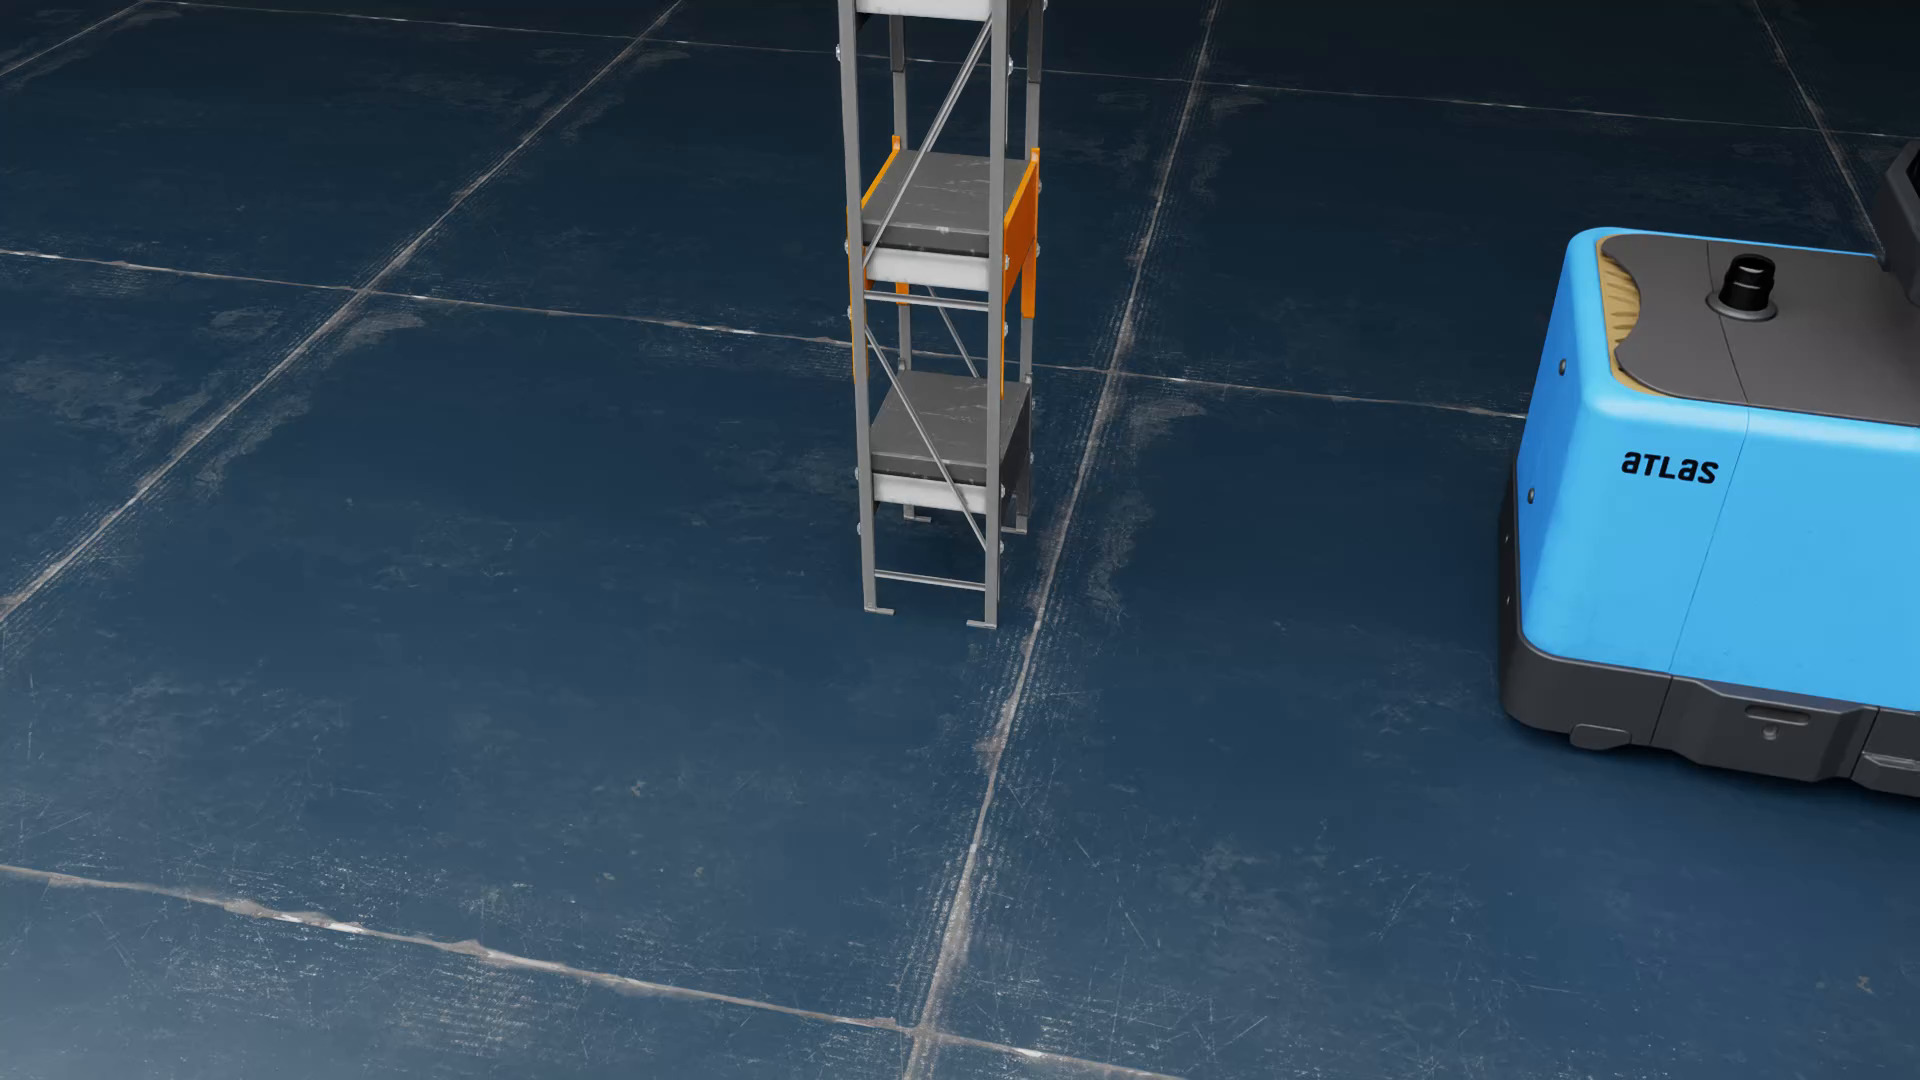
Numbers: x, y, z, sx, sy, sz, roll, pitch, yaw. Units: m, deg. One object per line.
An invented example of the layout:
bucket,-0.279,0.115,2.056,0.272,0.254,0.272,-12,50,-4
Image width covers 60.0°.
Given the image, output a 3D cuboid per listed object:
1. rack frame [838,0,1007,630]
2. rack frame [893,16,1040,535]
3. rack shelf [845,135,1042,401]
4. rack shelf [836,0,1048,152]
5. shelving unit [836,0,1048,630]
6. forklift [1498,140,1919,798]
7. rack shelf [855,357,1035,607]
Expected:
rack frame,-0.087,-0.615,4.310,0.400,2.100,0.015,7,37,10
rack frame,0.017,-0.895,4.696,0.400,2.100,0.015,7,37,10
rack shelf,-0.035,-0.744,4.511,0.431,0.518,0.480,7,37,10
rack shelf,-0.035,-1.311,4.100,0.431,0.518,0.480,7,37,10
shelving unit,-0.035,-0.755,4.503,0.431,2.100,0.503,7,37,10
forklift,3.044,-0.718,3.743,3.031,2.935,1.130,8,37,12
rack shelf,-0.035,-0.177,4.922,0.431,0.518,0.480,7,37,10
